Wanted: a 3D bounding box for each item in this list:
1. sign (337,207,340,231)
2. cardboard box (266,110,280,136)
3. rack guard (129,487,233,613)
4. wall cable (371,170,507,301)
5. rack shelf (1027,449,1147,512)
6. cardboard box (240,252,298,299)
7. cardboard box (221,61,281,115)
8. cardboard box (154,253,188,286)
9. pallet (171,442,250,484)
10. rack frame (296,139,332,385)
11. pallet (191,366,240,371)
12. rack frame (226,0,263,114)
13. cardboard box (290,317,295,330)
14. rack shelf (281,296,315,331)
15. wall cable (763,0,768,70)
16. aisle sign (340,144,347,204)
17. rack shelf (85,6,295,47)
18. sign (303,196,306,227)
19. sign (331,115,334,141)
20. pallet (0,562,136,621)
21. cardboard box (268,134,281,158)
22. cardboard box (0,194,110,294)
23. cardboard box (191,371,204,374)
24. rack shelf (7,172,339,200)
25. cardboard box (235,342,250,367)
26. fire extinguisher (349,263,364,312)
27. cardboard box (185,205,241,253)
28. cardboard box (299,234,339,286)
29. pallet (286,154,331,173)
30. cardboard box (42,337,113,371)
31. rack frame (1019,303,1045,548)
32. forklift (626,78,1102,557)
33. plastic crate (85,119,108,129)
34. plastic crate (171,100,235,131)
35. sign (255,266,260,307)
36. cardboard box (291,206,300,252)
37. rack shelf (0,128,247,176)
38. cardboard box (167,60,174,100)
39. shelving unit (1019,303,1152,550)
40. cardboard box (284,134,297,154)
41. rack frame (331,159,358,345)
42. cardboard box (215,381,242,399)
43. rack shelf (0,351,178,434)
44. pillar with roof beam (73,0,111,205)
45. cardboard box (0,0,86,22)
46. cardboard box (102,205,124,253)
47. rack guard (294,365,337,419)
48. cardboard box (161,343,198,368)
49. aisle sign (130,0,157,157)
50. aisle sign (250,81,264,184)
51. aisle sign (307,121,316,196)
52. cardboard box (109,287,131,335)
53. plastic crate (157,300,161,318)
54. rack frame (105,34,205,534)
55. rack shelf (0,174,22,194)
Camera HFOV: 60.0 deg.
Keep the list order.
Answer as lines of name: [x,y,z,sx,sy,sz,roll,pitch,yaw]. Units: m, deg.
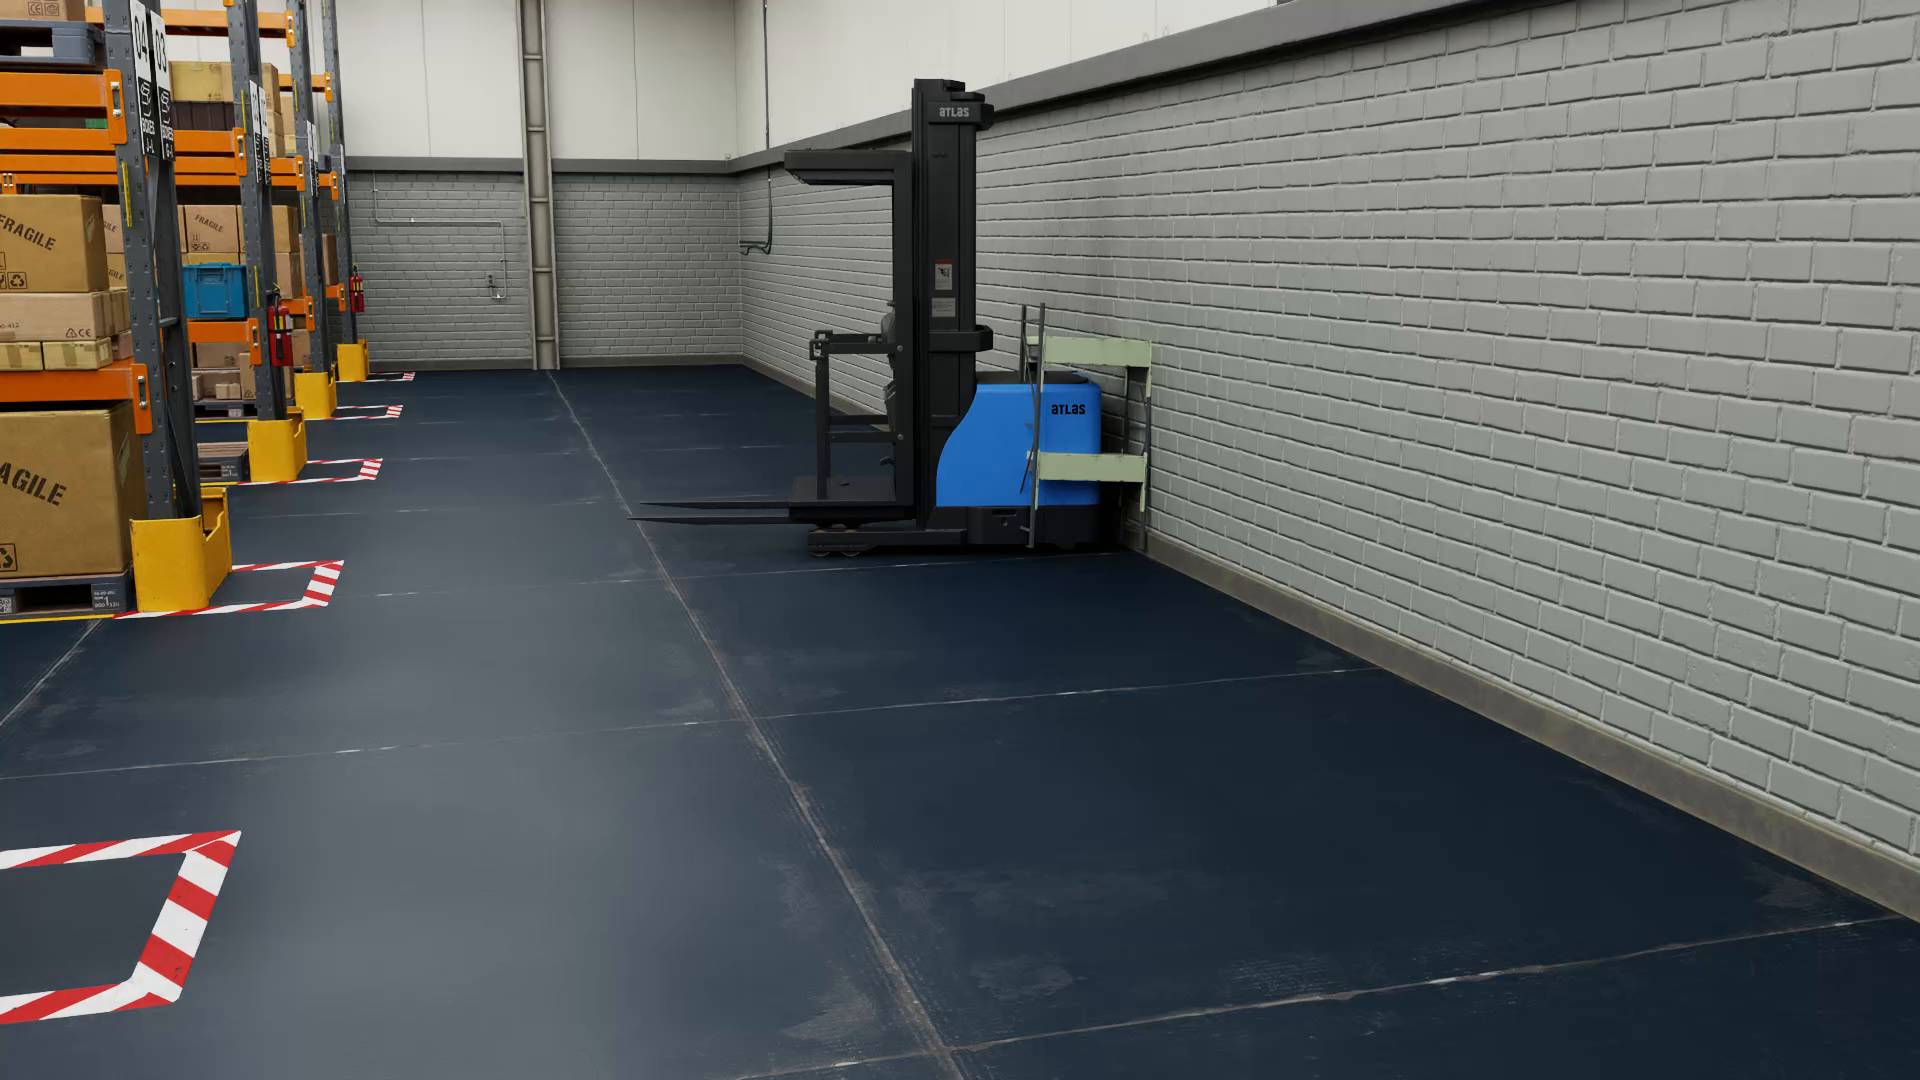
sign: [-8.453,-4.365,22.619,0.005,0.325,0.100,-3,11,-16]
cardboard box: [-7.625,-4.490,17.900,0.500,0.250,0.500,-3,11,-16]
rack guard: [-4.415,0.037,9.463,0.348,0.500,1.175,-3,11,-16]
wall cable: [-7.626,-4.503,24.415,1.851,1.984,0.084,-3,11,-16]
rack shelf: [0.761,-0.388,10.502,0.720,0.370,0.431,1,6,-16]
cardboard box: [-7.557,-2.892,18.196,0.500,0.500,0.500,-3,11,-14]
cardboard box: [-7.692,-4.900,18.057,0.500,0.500,0.700,-3,11,-16]
cardboard box: [-8.535,-2.841,17.918,0.500,0.500,0.500,-3,11,-15]
pallet: [-6.625,-0.645,13.969,1.213,0.211,1.003,-3,11,-16]
rack frame: [-7.203,-2.913,18.585,0.127,3.000,1.000,-3,11,-16]
pallet: [-10.506,-2.287,22.889,1.213,0.211,1.003,-3,11,-16]
rack frame: [-5.822,-5.002,13.364,0.127,3.000,1.000,-3,11,-16]
cardboard box: [-9.308,-2.979,22.897,0.250,0.149,0.380,-3,11,-17]
rack shelf: [-9.123,-2.458,18.100,4.000,0.370,1.077,-3,11,-16]
wall cable: [-2.305,-7.435,21.205,0.112,2.526,3.097,-3,11,-16]
aisle sign: [-8.438,-5.004,22.763,0.004,0.787,0.394,-3,11,-16]
rack shelf: [-9.123,-5.407,17.558,4.000,0.370,1.077,-3,11,-16]
sign: [-7.067,-3.540,17.922,0.005,0.325,0.100,-3,11,-16]
sign: [-8.453,-5.551,22.401,0.005,0.325,0.100,-3,11,-16]
pallet: [-5.184,0.235,9.189,1.213,0.211,1.003,-3,11,-16]
cardboard box: [-7.623,-4.243,17.937,0.500,0.250,0.500,-3,11,-16]
cardboard box: [-4.832,-1.562,8.766,0.500,0.500,0.500,-3,11,-15]
cardboard box: [-8.765,-1.748,18.638,0.500,0.250,0.500,-3,11,-16]
rack shelf: [-10.511,-4.794,22.506,4.000,0.370,1.077,-3,11,-16]
cardboard box: [-9.716,-2.673,23.026,0.500,0.500,0.700,-3,11,-16]
fire extinguisher: [-8.317,-3.480,22.908,0.183,0.674,0.296,-3,11,-16]
cardboard box: [-8.038,-3.358,17.964,0.500,0.500,0.500,-3,11,-14]
cardboard box: [-9.078,-3.894,23.085,0.700,0.700,0.980,-3,11,-13]
pallet: [-9.301,-5.166,22.784,1.213,0.211,1.003,-3,11,-16]
cardboard box: [-4.688,-0.992,8.844,0.250,0.149,0.380,-3,11,-15]
rack frame: [0.423,-0.717,10.369,0.023,1.500,0.400,1,6,-16]
forklift: [-0.628,-1.436,10.749,3.031,2.935,1.130,-1,10,-3]
plastic crate: [-6.689,-3.323,13.114,0.336,0.188,0.450,-3,11,-16]
plastic crate: [-6.270,-3.492,13.804,0.590,0.269,0.497,-3,11,-16]
sign: [-5.653,-2.037,13.377,0.005,0.325,0.100,-3,11,-16]
cardboard box: [-7.703,-3.477,18.613,0.500,0.500,0.500,-3,11,-14]
rack shelf: [-7.742,-3.072,13.151,4.000,0.370,1.077,-3,11,-16]
cardboard box: [-8.646,-4.846,17.761,0.500,0.500,0.700,-3,11,-16]
shelving unit: [0.775,-0.712,10.470,0.755,1.500,0.431,1,6,-16]
cardboard box: [-9.220,-5.348,22.505,0.500,0.250,0.500,-3,11,-14]
rack frame: [-8.591,-3.774,23.262,0.127,3.000,1.000,-3,11,-16]
cardboard box: [-8.070,-1.661,18.393,0.250,0.166,0.380,-3,11,-16]
rack shelf: [-6.358,-0.736,8.745,4.000,0.370,1.077,-3,11,-16]
pillar with roof beam: [-10.798,-5.959,18.563,0.400,9.000,9.100,-3,11,-16]
cardboard box: [-4.922,-2.935,8.709,0.500,0.500,0.700,-4,11,-19]
cardboard box: [-9.028,-3.305,17.676,0.500,0.500,0.500,-3,11,-14]
rack guard: [-7.276,-1.680,18.791,0.348,0.500,1.175,-3,11,-16]
cardboard box: [-10.708,-2.619,22.733,0.500,0.500,0.700,-3,11,-15]
aisle sign: [-4.285,-2.421,8.731,0.004,0.787,0.394,-3,11,-16]
aisle sign: [-5.671,-3.283,13.415,0.004,0.787,0.394,-3,11,-16]
aisle sign: [-7.052,-4.142,18.079,0.004,0.787,0.394,-3,11,-16]
cardboard box: [-4.974,-1.286,9.339,0.500,0.250,0.500,-3,11,-17]
plastic crate: [-6.554,-1.879,13.530,0.243,0.136,0.396,-3,11,-16]
rack frame: [-4.438,-1.191,9.230,0.127,3.000,1.000,-3,11,-16]
rack shelf: [-14.352,-4.592,21.406,4.000,0.370,1.077,-3,11,-16]
